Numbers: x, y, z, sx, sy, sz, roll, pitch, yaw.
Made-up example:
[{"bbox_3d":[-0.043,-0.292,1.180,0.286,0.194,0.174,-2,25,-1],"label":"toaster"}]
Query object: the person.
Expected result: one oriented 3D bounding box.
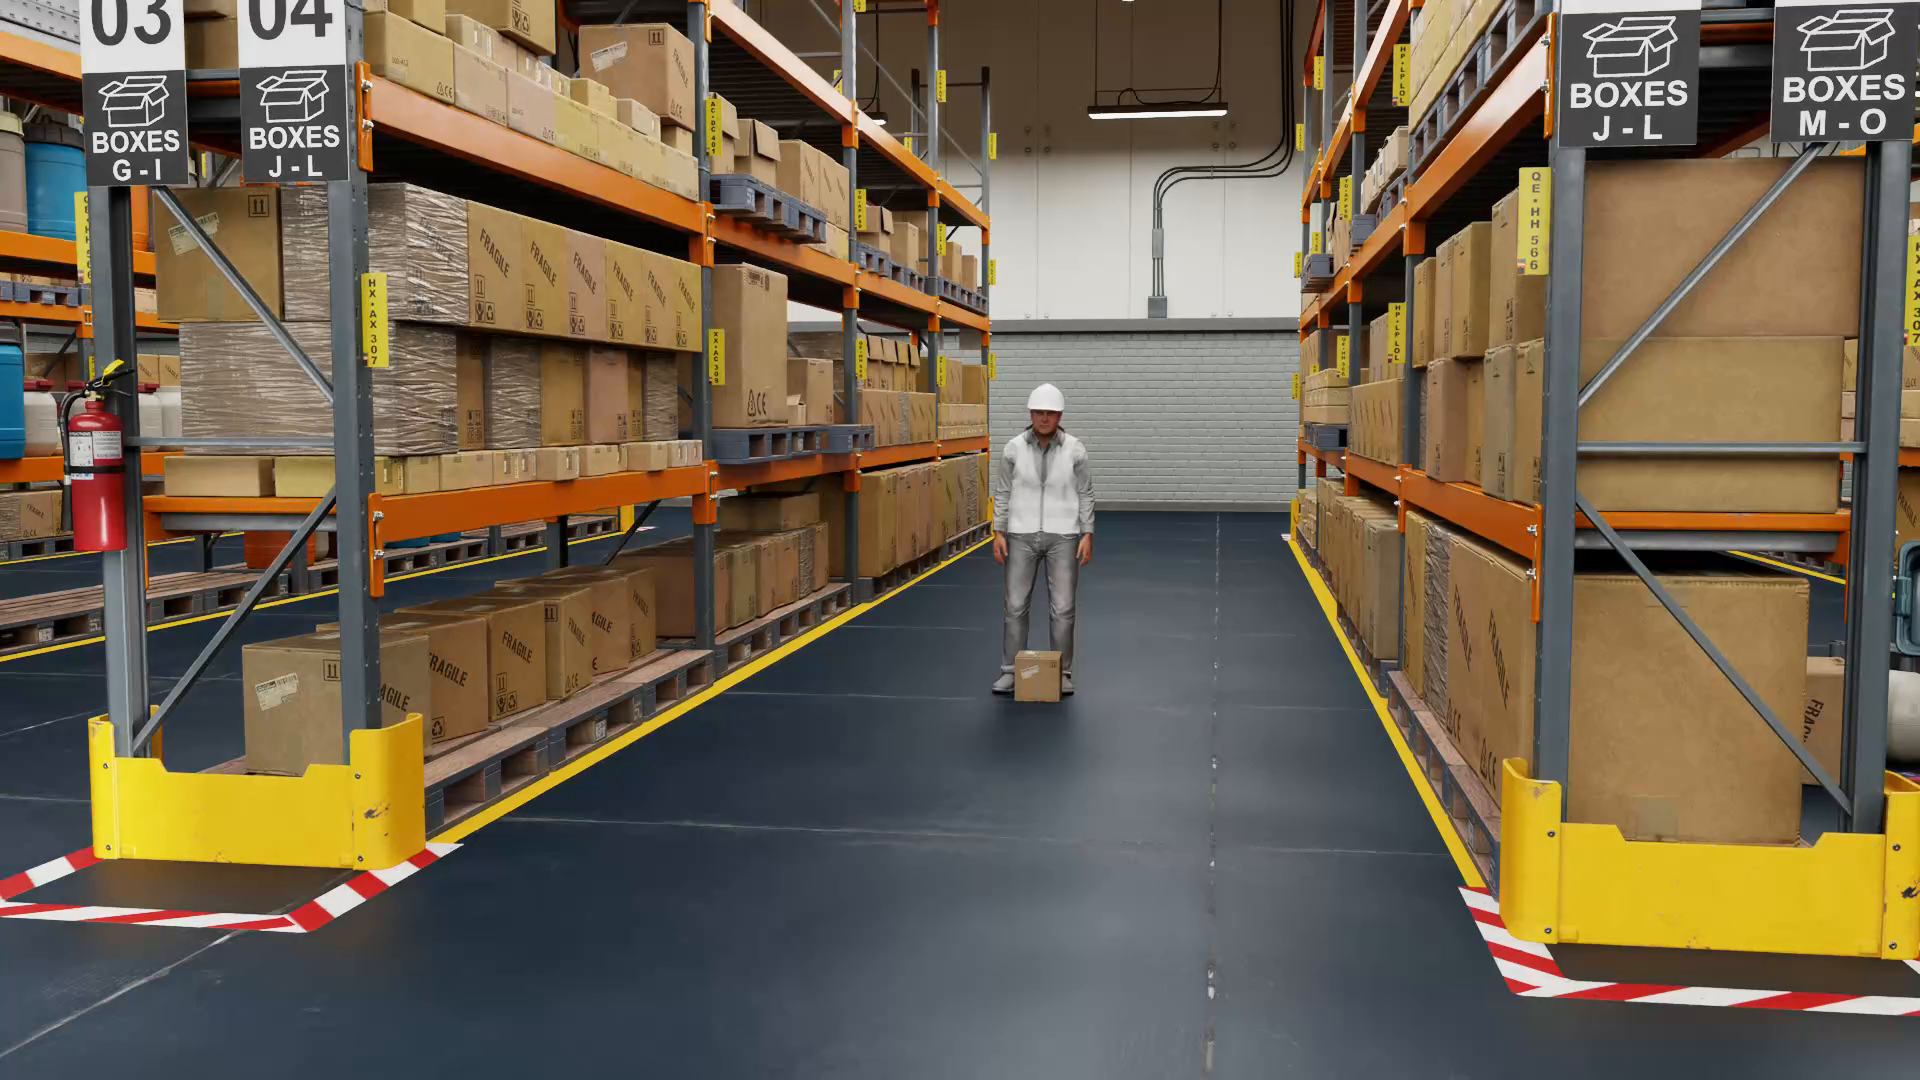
[{"bbox_3d":[0.480,-0.008,9.585,0.588,1.769,0.463,1,4,7],"label":"person"}]
